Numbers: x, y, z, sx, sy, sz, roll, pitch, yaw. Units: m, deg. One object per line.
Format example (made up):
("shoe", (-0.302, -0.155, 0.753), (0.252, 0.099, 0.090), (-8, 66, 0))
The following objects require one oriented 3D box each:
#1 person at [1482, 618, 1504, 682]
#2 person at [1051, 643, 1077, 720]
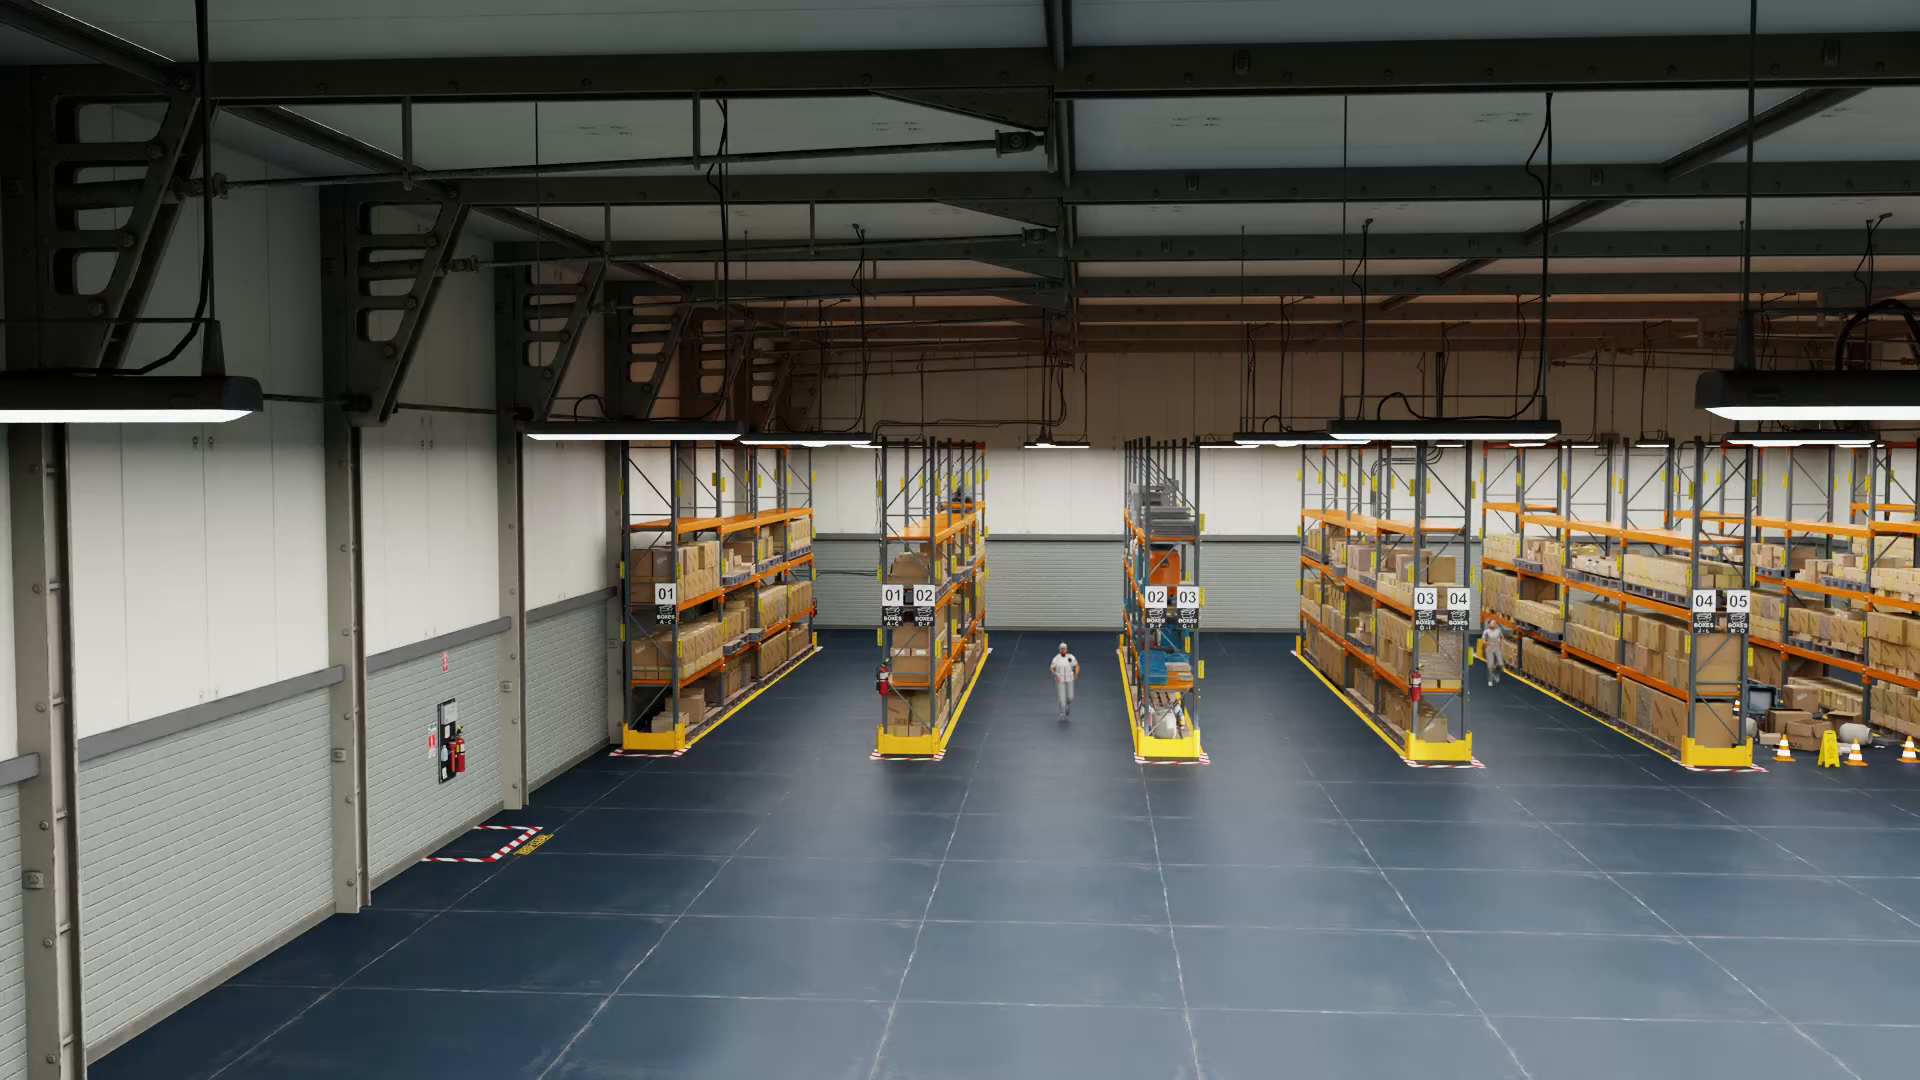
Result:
("person", (13.036, 2.705, 40.561), (0.576, 1.579, 0.554), (0, 3, 1))
("person", (2.222, 3.020, 35.413), (0.585, 1.630, 0.508), (0, 3, 0))
